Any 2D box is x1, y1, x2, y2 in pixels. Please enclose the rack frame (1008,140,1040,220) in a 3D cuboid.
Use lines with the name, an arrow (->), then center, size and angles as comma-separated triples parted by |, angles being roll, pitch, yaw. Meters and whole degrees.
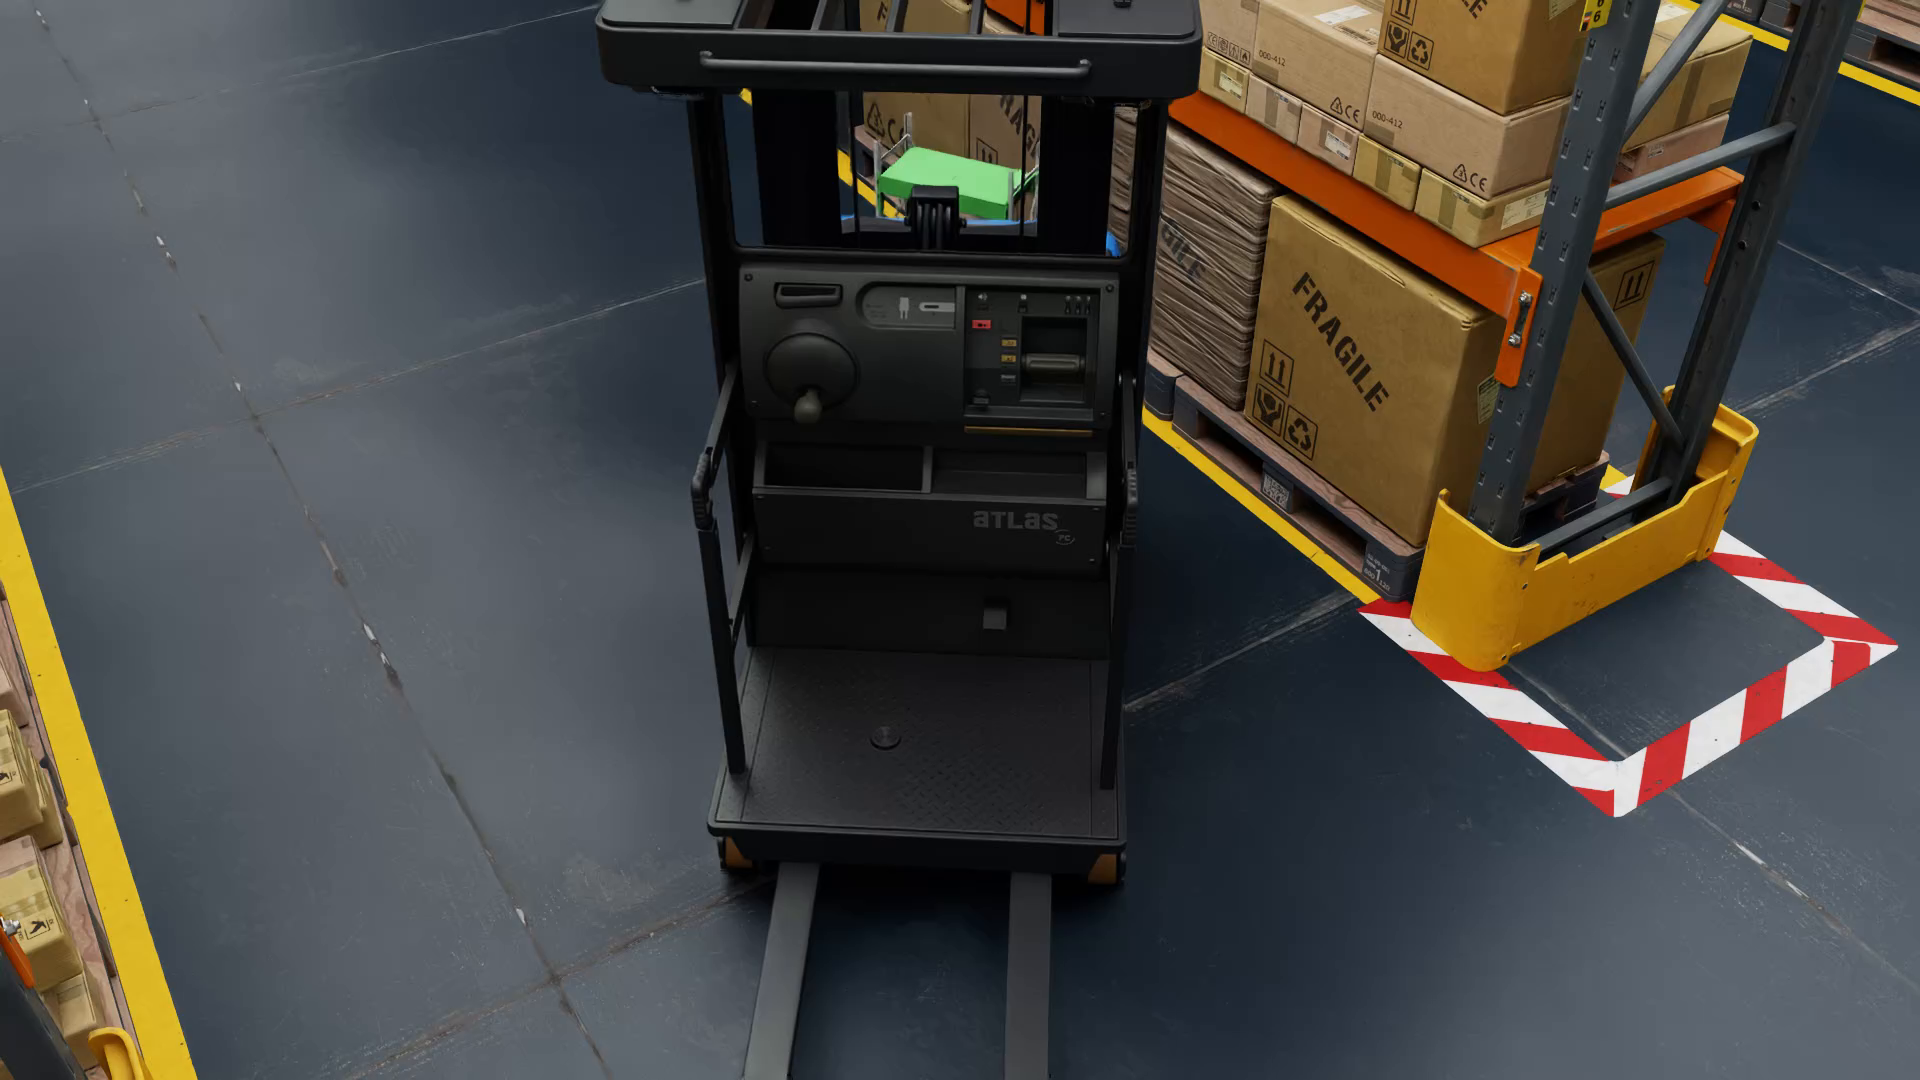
rack frame -> 0.213, -0.779, 5.748 | 0.015, 1.200, 0.240 | 17, 43, 20

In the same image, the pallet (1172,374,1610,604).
pallet -> 1.524, -0.358, 6.015 | 1.003, 0.211, 1.213 | -22, 45, -24

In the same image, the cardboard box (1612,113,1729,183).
cardboard box -> 2.107, -1.234, 5.084 | 0.380, 0.149, 0.250 | -22, 44, -24

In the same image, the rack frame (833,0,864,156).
rack frame -> -0.131, -3.184, 7.228 | 1.000, 3.000, 0.127 | -22, 45, -24

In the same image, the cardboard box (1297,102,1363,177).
cardboard box -> 1.275, -1.284, 5.144 | 0.380, 0.149, 0.250 | -22, 45, -24

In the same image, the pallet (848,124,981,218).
pallet -> 0.212, -1.675, 7.596 | 1.003, 0.211, 1.213 | -22, 45, -24

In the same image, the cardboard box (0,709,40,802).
cardboard box -> -2.634, 0.631, 4.316 | 0.380, 0.149, 0.250 | -21, 44, -23

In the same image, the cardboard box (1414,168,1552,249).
cardboard box -> 1.551, -1.007, 4.812 | 0.380, 0.149, 0.250 | -21, 44, -24

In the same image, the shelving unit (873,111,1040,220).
shelving unit -> -0.006, -0.848, 5.830 | 0.503, 1.200, 0.258 | 17, 43, 20

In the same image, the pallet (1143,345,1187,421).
pallet -> 0.872, -1.016, 6.805 | 1.003, 0.211, 1.213 | -22, 45, -24

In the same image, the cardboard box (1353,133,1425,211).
cardboard box -> 1.409, -1.147, 4.980 | 0.380, 0.149, 0.250 | -22, 44, -24

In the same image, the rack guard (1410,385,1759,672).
rack guard -> 2.033, -0.052, 5.422 | 1.175, 0.500, 0.348 | -22, 45, -24

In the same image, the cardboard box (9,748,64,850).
cardboard box -> -2.623, 0.748, 4.408 | 0.380, 0.149, 0.250 | -22, 44, -24

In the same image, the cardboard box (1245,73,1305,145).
cardboard box -> 1.141, -1.419, 5.306 | 0.380, 0.149, 0.250 | -21, 44, -24

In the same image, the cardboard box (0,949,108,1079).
cardboard box -> -2.228, 1.169, 3.903 | 0.380, 0.149, 0.250 | -21, 44, -24

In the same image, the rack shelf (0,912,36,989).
rack shelf -> -3.292, -0.175, 4.179 | 1.077, 0.370, 4.000 | -22, 45, -24

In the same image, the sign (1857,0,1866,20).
sign -> 2.491, -1.576, 4.560 | 0.100, 0.325, 0.005 | -22, 45, -24

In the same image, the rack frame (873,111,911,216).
rack frame -> -0.226, -0.917, 5.913 | 0.015, 1.200, 0.240 | 17, 43, 20

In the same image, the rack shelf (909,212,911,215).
rack shelf -> -0.006, -0.983, 5.718 | 0.480, 0.148, 0.258 | 17, 43, 20

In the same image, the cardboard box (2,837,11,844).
cardboard box -> -2.578, 0.924, 4.197 | 0.380, 0.149, 0.250 | -22, 44, -24

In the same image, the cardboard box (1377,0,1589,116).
cardboard box -> 1.536, -1.542, 4.557 | 0.500, 0.500, 0.500 | -22, 44, -24

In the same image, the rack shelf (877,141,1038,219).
rack shelf -> -0.006, -1.168, 5.564 | 0.480, 0.148, 0.258 | 17, 43, 20

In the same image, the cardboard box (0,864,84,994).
cardboard box -> -2.212, 0.933, 3.721 | 0.380, 0.149, 0.250 | -24, 46, -26

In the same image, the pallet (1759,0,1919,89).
pallet -> 5.133, -2.775, 8.915 | 1.003, 0.211, 1.213 | -22, 45, -24

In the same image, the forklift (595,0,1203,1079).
forklift -> -0.089, -0.394, 3.933 | 1.130, 2.935, 3.031 | 2, 40, 3

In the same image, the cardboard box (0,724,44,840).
cardboard box -> -2.489, 0.646, 4.066 | 0.380, 0.149, 0.250 | -22, 45, -25

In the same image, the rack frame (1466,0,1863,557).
rack frame -> 2.020, -1.025, 4.637 | 1.000, 3.000, 0.127 | -22, 45, -24

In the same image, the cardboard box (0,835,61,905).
cardboard box -> -2.382, 0.909, 3.983 | 0.380, 0.149, 0.250 | -22, 45, -25

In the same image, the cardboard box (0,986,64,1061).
cardboard box -> -2.282, 1.076, 3.782 | 0.380, 0.149, 0.250 | -20, 44, -23

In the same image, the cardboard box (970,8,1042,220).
cardboard box -> 0.640, -1.660, 6.730 | 0.875, 0.875, 0.875 | -22, 45, -24

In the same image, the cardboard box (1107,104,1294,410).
cardboard box -> 1.119, -1.179, 6.154 | 0.875, 0.875, 0.875 | -22, 45, -24

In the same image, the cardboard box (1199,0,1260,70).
cardboard box -> 0.989, -1.801, 5.452 | 0.500, 0.250, 0.500 | -24, 45, -26

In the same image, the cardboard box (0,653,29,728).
cardboard box -> -2.901, 0.479, 4.731 | 0.380, 0.149, 0.250 | -24, 46, -26

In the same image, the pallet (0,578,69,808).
pallet -> -3.316, 0.549, 4.926 | 1.003, 0.211, 1.213 | -22, 45, -24

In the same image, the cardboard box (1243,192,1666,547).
cardboard box -> 1.608, -0.688, 5.564 | 0.875, 0.875, 0.875 | -22, 45, -24

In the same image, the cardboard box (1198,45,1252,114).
cardboard box -> 1.000, -1.558, 5.473 | 0.380, 0.149, 0.250 | -23, 45, -25

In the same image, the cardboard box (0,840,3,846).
cardboard box -> -2.588, 0.807, 4.105 | 0.380, 0.149, 0.250 | -22, 44, -24

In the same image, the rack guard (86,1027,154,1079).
rack guard -> -2.257, 1.547, 3.503 | 1.175, 0.500, 0.348 | -22, 45, -24

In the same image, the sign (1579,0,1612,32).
sign -> 1.555, -1.382, 3.975 | 0.100, 0.325, 0.005 | -22, 45, -24

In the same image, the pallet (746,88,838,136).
pallet -> -0.610, -2.503, 8.589 | 1.003, 0.211, 1.213 | -22, 45, -24

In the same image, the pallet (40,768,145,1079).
pallet -> -2.665, 1.207, 4.136 | 1.003, 0.211, 1.213 | -22, 45, -24

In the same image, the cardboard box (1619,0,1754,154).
cardboard box -> 1.989, -1.434, 5.012 | 0.500, 0.250, 0.500 | -23, 45, -25

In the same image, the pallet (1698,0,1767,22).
pallet -> 4.473, -3.434, 9.706 | 1.003, 0.211, 1.213 | -22, 45, -24

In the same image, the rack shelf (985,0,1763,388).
rack shelf -> 0.944, -1.828, 6.163 | 1.077, 0.370, 4.000 | -22, 45, -24

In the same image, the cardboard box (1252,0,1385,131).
cardboard box -> 1.263, -1.526, 5.123 | 0.500, 0.250, 0.500 | -23, 45, -25

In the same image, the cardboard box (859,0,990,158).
cardboard box -> 0.156, -2.145, 7.313 | 0.875, 0.875, 0.875 | -22, 45, -24

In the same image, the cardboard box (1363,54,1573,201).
cardboard box -> 1.535, -1.252, 4.794 | 0.500, 0.250, 0.500 | -23, 45, -25
